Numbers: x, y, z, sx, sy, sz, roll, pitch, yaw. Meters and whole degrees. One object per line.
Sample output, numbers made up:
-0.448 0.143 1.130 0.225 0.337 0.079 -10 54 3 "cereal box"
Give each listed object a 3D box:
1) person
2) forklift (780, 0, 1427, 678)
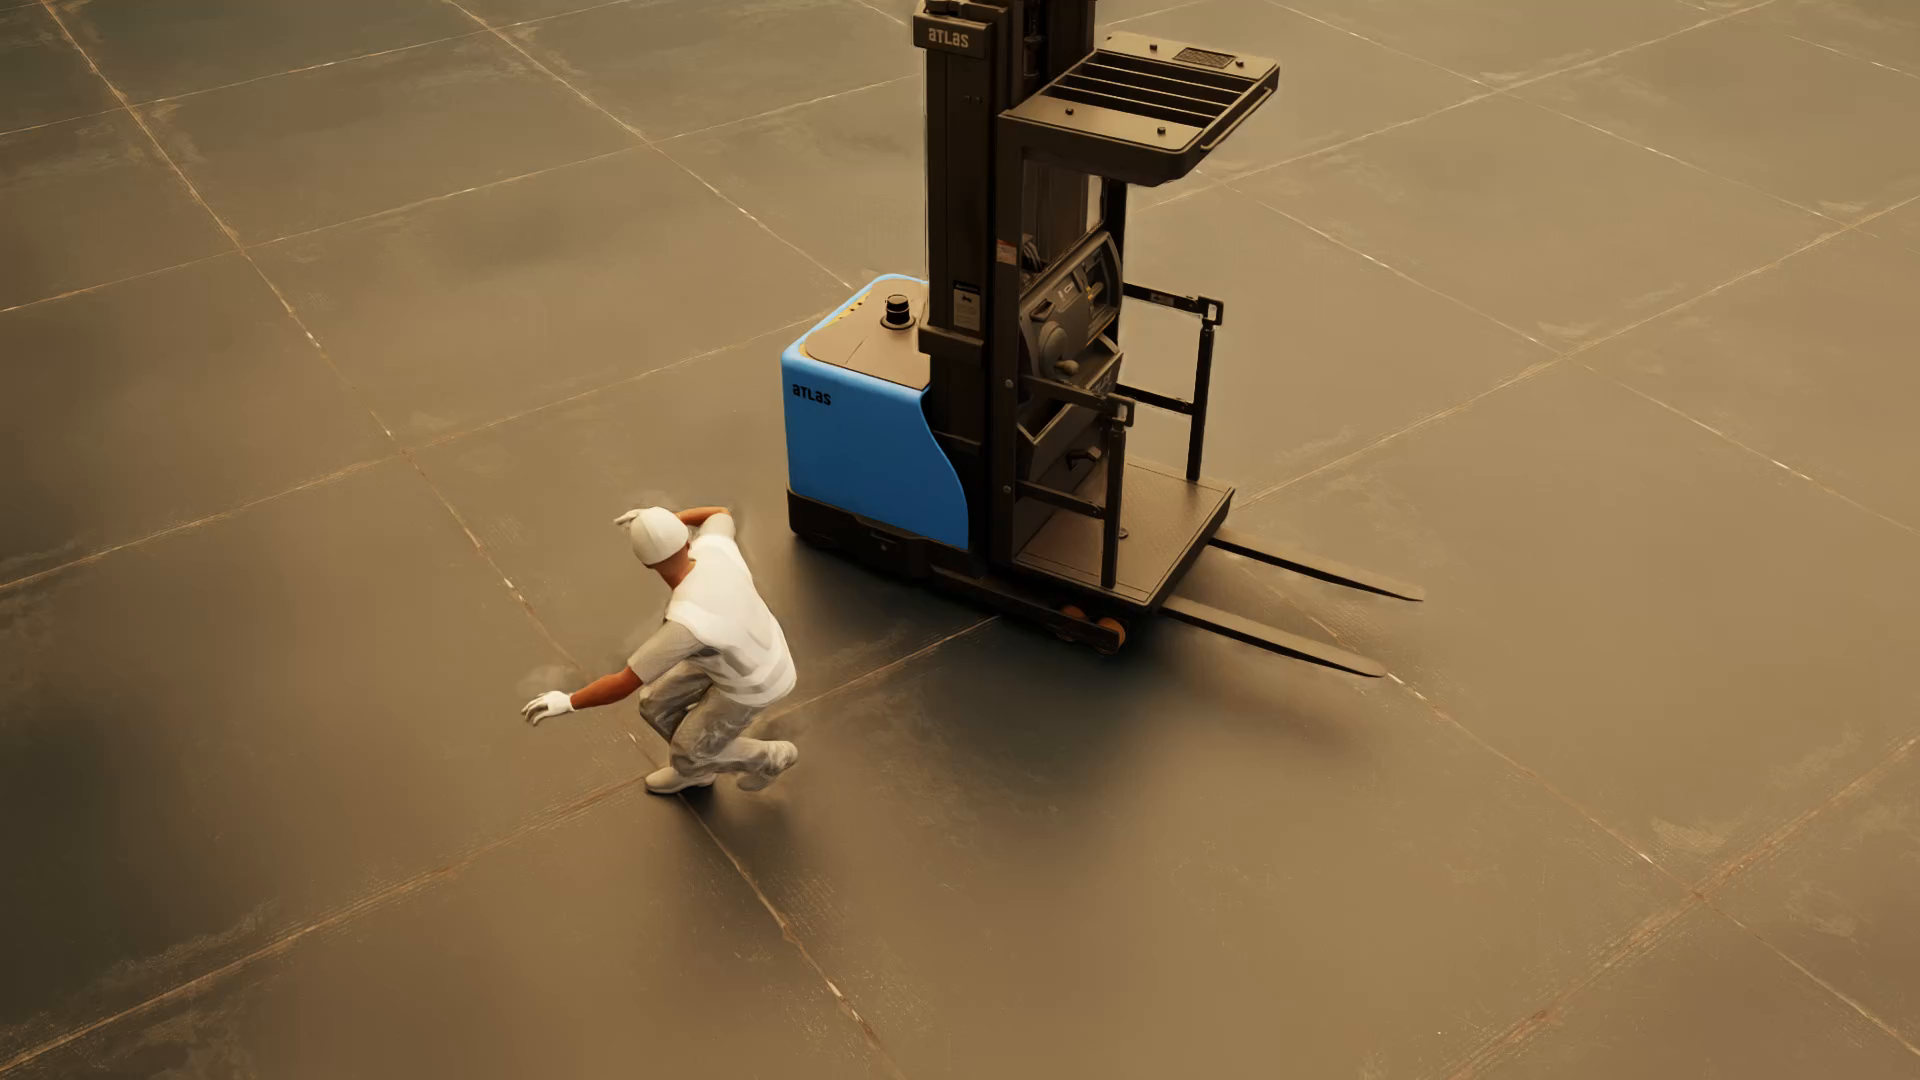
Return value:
-1.186 0.477 6.503 1.049 1.479 0.812 -9 37 -12 "person"
0.677 -1.014 7.316 3.031 2.935 1.130 18 40 23 "forklift"
